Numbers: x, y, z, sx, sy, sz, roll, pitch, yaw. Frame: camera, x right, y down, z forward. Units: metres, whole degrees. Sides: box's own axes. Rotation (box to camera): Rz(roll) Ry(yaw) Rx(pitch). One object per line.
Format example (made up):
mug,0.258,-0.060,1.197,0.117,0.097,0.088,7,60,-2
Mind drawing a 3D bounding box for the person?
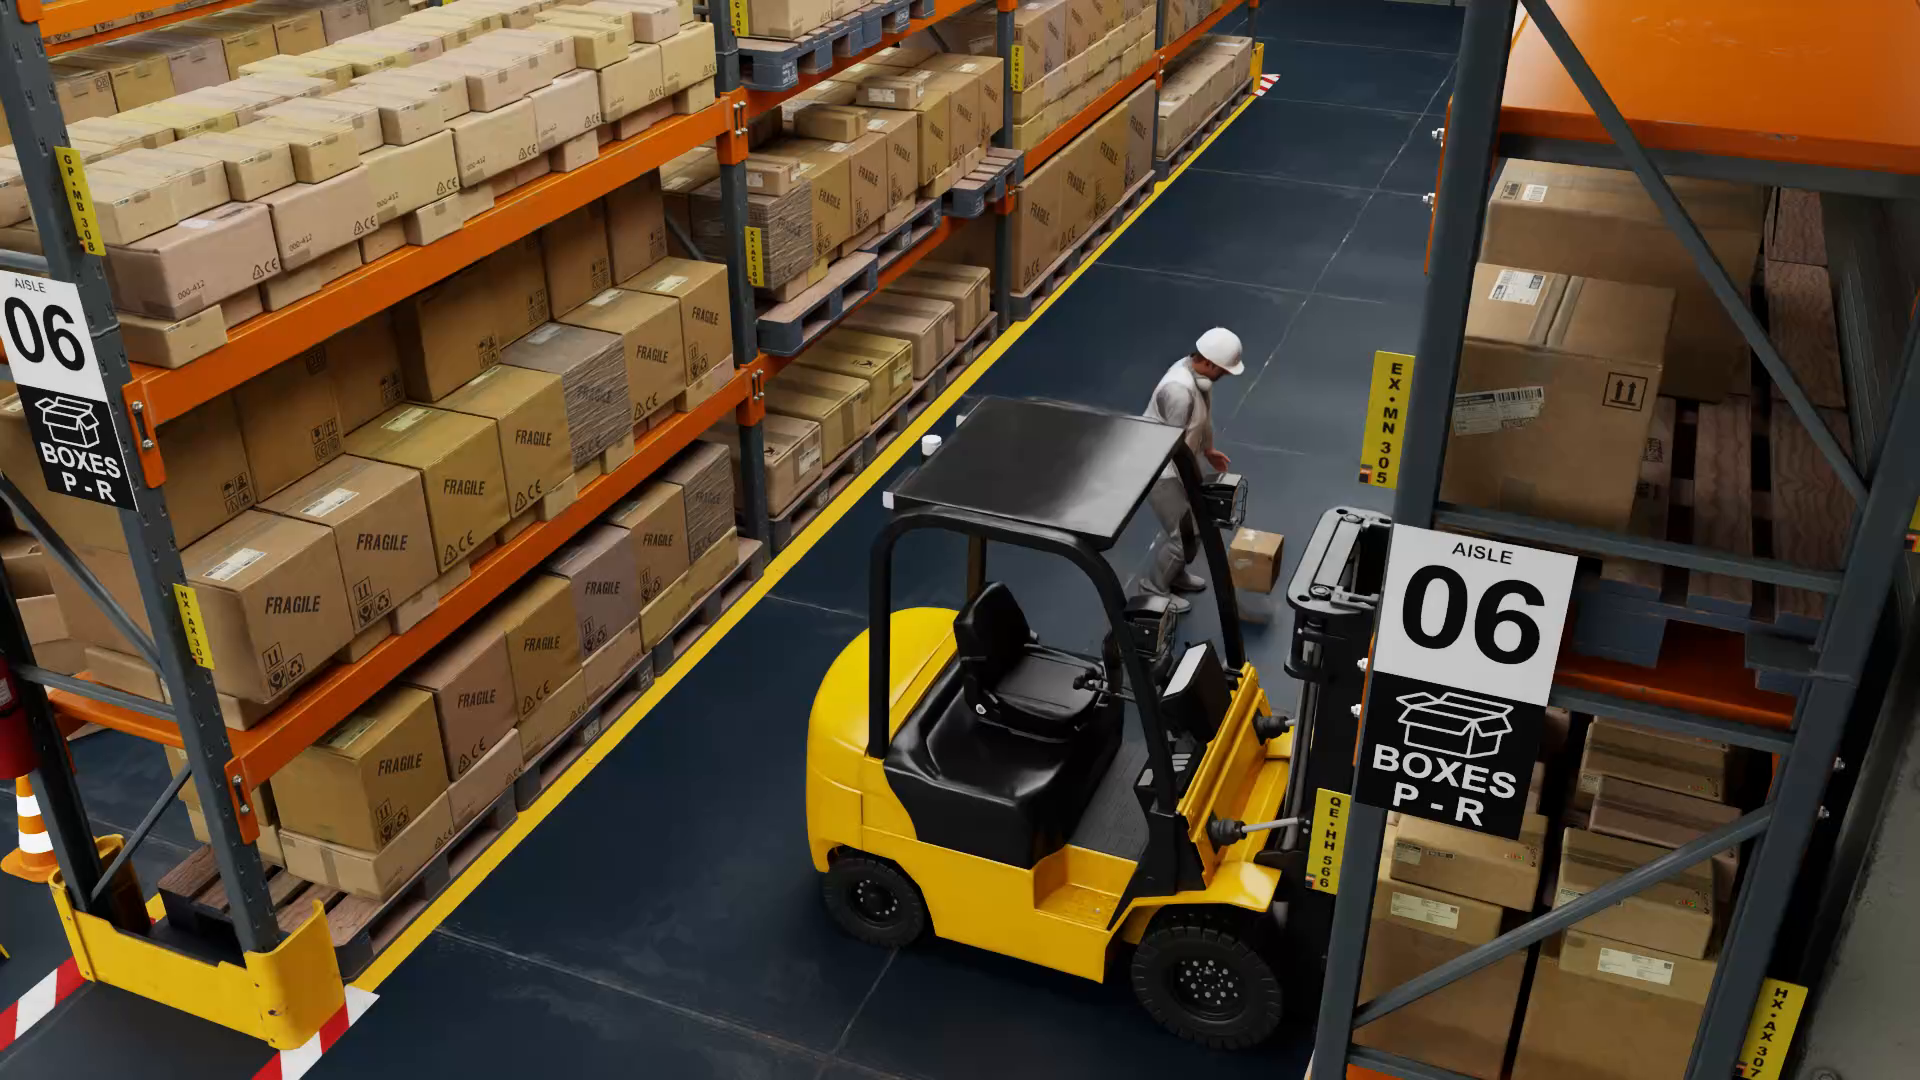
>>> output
person,1.245,-0.418,9.233,0.559,1.665,0.574,12,32,20
